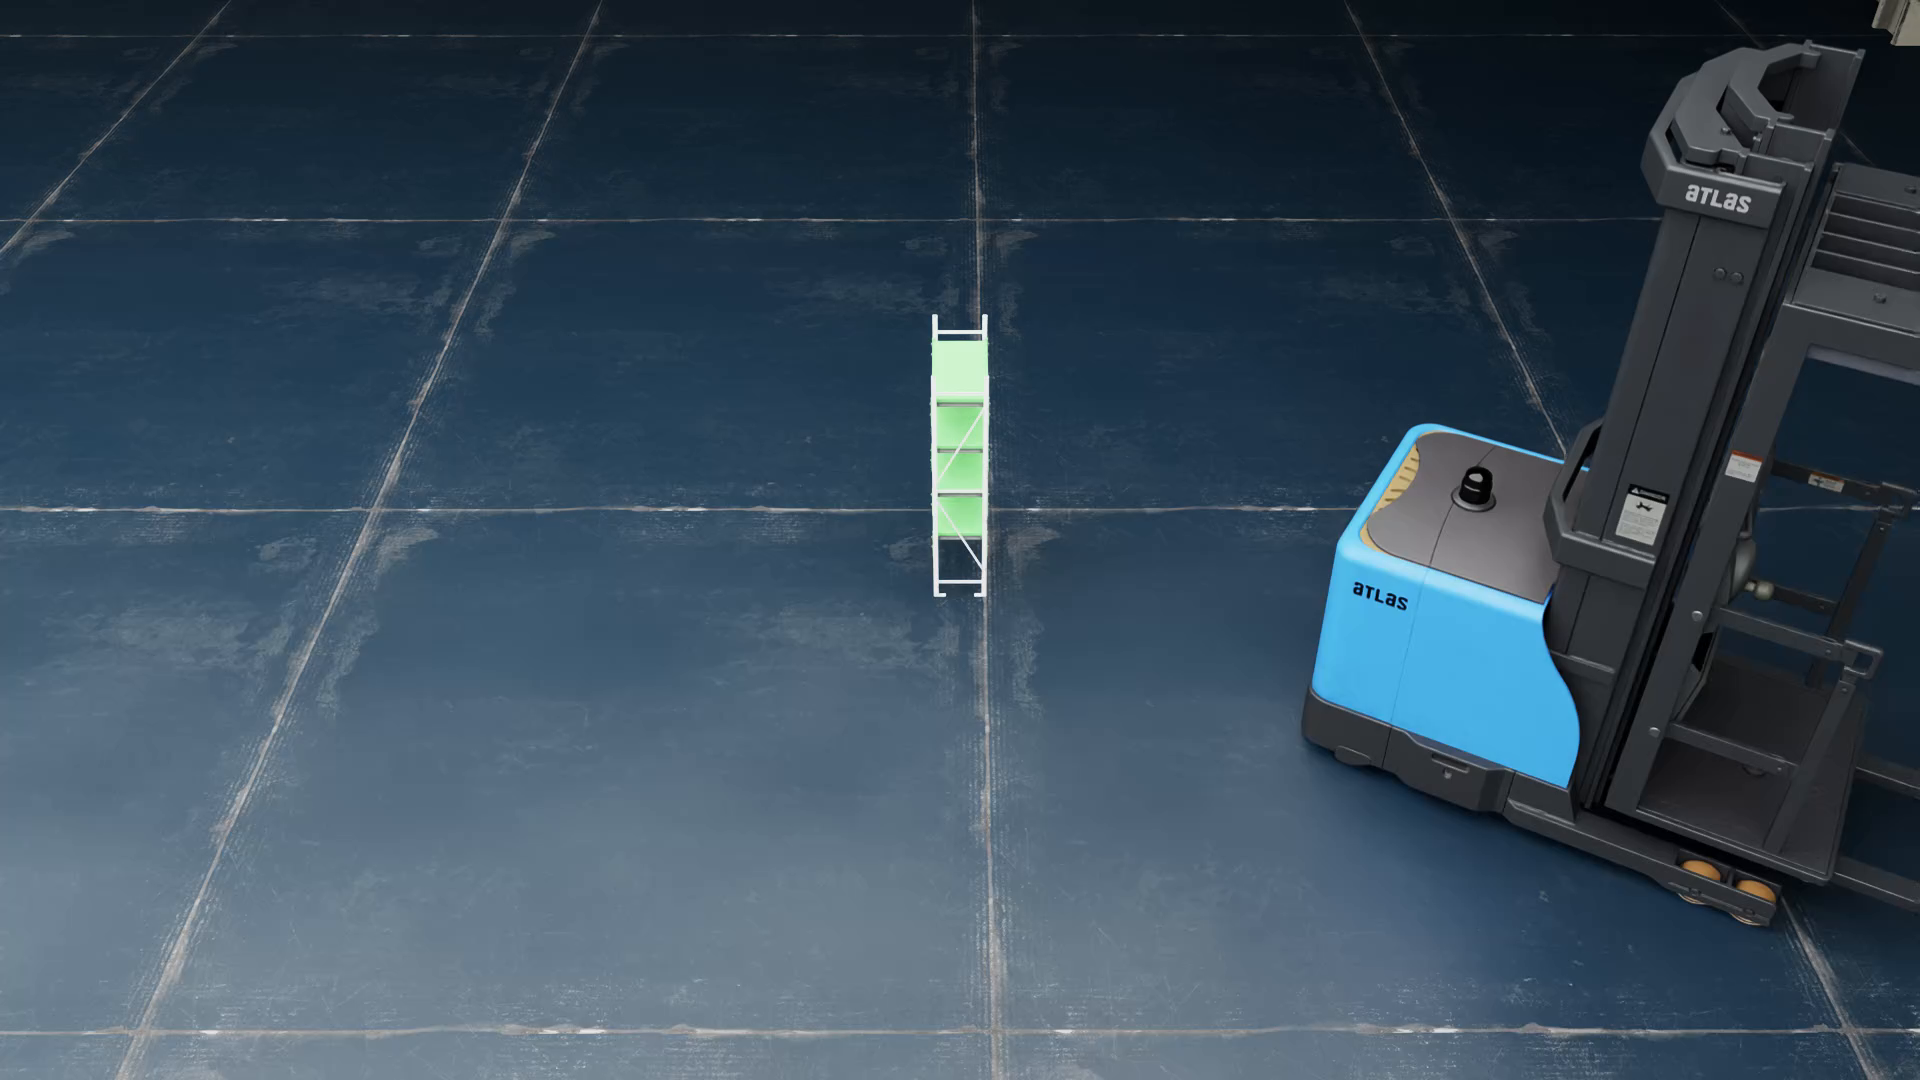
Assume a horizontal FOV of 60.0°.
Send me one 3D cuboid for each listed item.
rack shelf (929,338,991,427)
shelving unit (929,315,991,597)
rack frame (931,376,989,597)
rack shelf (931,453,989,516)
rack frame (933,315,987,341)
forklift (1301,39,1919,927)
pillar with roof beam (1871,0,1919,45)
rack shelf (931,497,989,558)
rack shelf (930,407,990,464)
[{"bbox_3d":[0.000,-0.689,7.231,0.258,0.148,0.480,0,39,0],"label":"rack shelf"},{"bbox_3d":[0.000,-0.365,7.491,0.258,1.200,0.503,0,39,0],"label":"shelving unit"},{"bbox_3d":[0.000,-0.212,7.301,0.240,1.200,0.015,0,39,0],"label":"rack frame"},{"bbox_3d":[0.000,-0.315,7.531,0.258,0.148,0.480,0,39,0],"label":"rack shelf"},{"bbox_3d":[0.000,-0.517,7.682,0.240,1.200,0.015,0,39,0],"label":"rack frame"},{"bbox_3d":[2.951,-0.092,5.766,3.031,2.935,1.130,20,43,23],"label":"forklift"},{"bbox_3d":[2.985,-7.415,10.053,9.100,9.000,0.400,0,39,0],"label":"pillar with roof beam"},{"bbox_3d":[0.000,-0.128,7.681,0.258,0.148,0.480,0,39,0],"label":"rack shelf"},{"bbox_3d":[0.000,-0.502,7.381,0.258,0.148,0.480,0,39,0],"label":"rack shelf"}]
